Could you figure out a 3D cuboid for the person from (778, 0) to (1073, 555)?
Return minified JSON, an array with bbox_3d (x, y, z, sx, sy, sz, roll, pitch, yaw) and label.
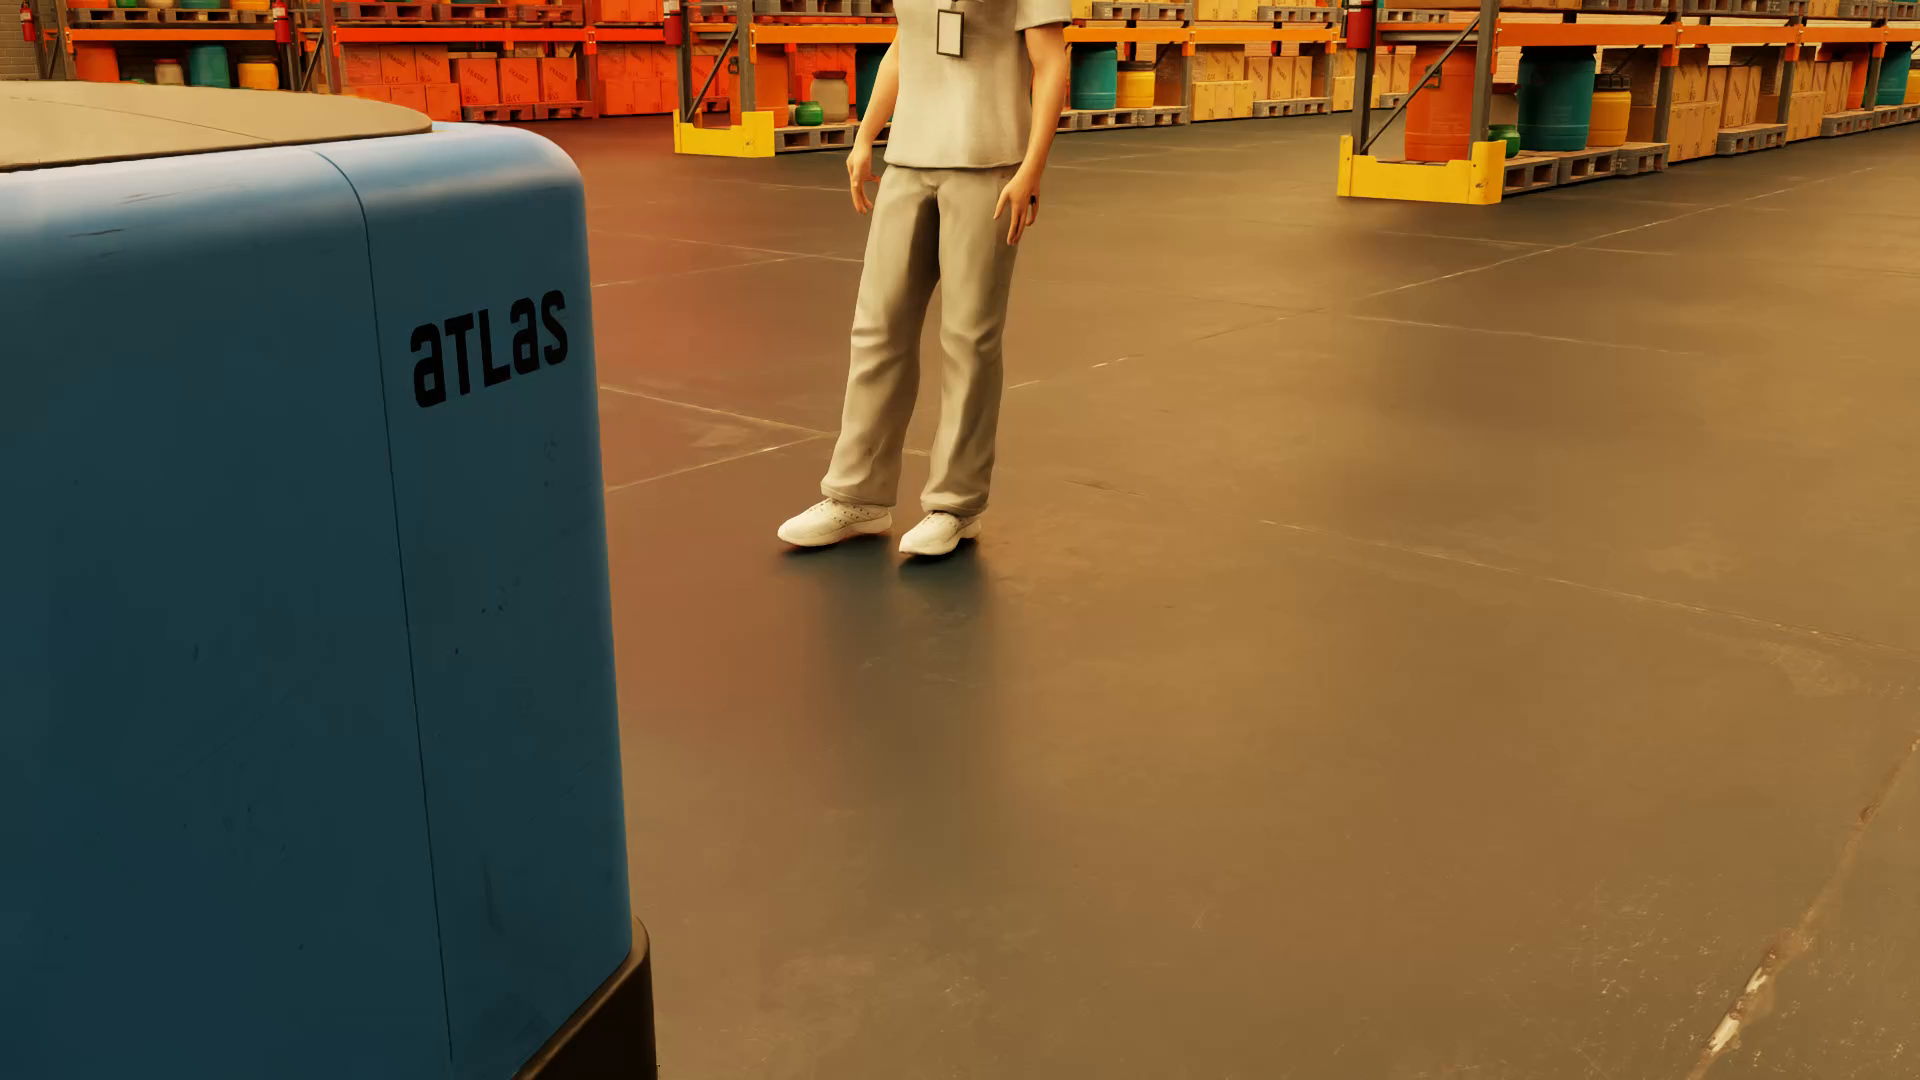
[{"bbox_3d":[-0.058,-0.795,3.650,0.549,1.673,0.548,13,21,37],"label":"person"}]
